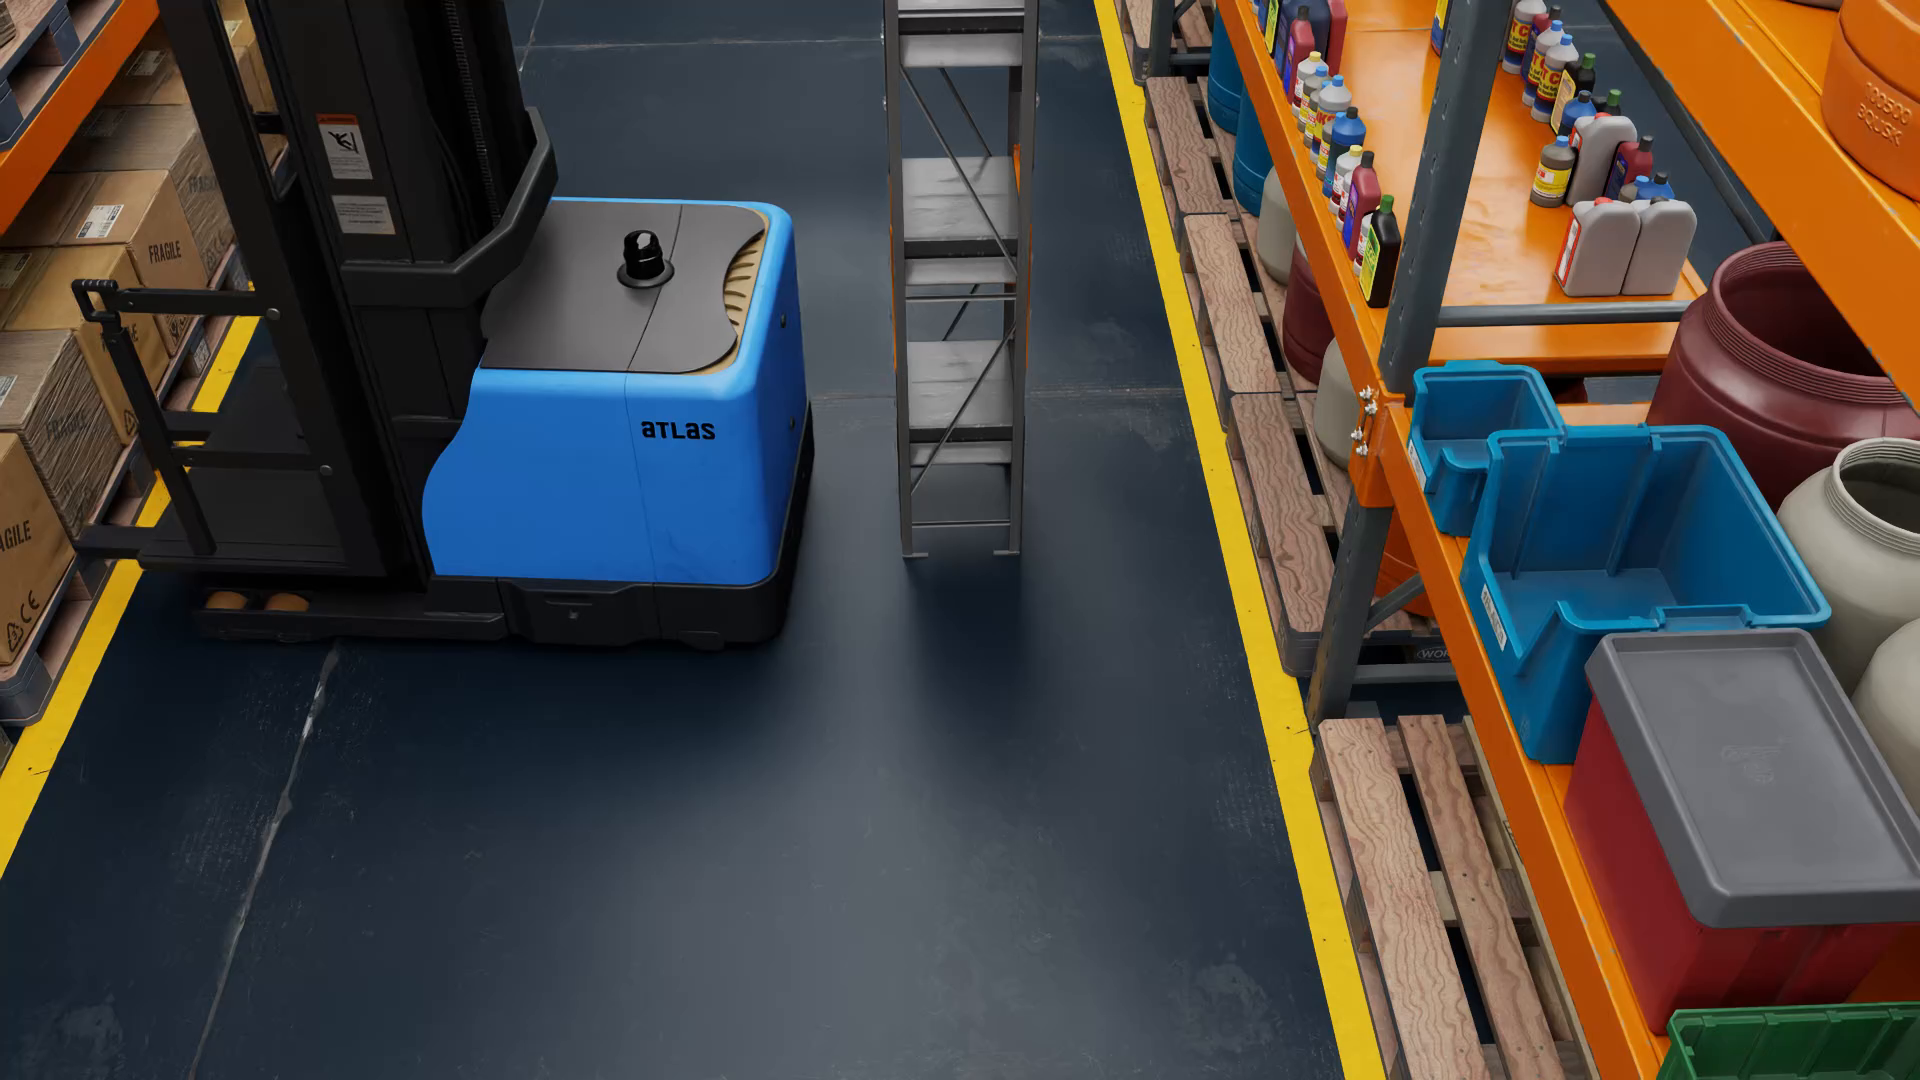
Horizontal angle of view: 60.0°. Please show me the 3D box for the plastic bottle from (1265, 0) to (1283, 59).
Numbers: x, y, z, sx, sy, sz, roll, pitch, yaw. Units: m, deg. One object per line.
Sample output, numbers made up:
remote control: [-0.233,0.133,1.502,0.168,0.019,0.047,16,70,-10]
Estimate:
plastic bottle: [1.071,-1.762,5.539,0.061,0.283,0.133,-2,43,-2]

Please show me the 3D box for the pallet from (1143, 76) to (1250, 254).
pallet: [1.397,-1.708,7.458,1.003,0.211,1.213,-2,43,-2]

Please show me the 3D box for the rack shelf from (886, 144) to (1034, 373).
rack shelf: [-0.007,-0.876,5.172,0.431,0.518,0.480,-2,43,-2]

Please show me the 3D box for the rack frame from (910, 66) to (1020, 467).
rack frame: [-0.017,-1.051,5.342,0.400,2.100,0.015,-2,43,-2]

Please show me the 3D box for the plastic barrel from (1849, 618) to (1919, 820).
plastic barrel: [1.851,0.373,3.040,0.421,0.512,0.421,0,43,0]

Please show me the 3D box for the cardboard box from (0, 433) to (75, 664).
cardboard box: [-3.107,0.025,5.027,0.500,0.500,0.500,0,43,0]

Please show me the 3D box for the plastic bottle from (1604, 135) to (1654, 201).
plastic bottle: [1.912,-1.040,4.751,0.061,0.283,0.133,-2,43,-2]

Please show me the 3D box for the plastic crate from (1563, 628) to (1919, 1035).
plastic crate: [1.339,0.518,2.918,0.402,0.464,0.583,-2,43,-2]

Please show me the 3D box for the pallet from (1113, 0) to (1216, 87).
pallet: [1.336,-2.726,8.568,1.003,0.211,1.213,-2,43,-2]

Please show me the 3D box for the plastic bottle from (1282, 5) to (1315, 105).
plastic bottle: [1.084,-1.548,5.305,0.061,0.283,0.133,-2,43,-2]

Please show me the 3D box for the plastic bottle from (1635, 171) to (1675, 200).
plastic bottle: [1.903,-0.891,4.598,0.097,0.271,0.097,0,43,0]

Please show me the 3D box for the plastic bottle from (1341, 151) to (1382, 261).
plastic bottle: [1.123,-0.932,4.633,0.061,0.283,0.133,-2,43,-2]

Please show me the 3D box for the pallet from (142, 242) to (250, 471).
pallet: [-3.416,-0.717,6.376,1.003,0.211,1.213,-2,43,-2]

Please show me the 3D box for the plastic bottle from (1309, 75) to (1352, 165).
plastic bottle: [1.120,-1.269,5.009,0.097,0.271,0.097,0,43,0]

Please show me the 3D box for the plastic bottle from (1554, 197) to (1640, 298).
plastic bottle: [1.729,-0.809,4.505,0.152,0.276,0.135,-2,43,-2]

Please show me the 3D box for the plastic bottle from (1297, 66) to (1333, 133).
plastic bottle: [1.111,-1.374,5.176,0.097,0.201,0.097,0,43,0]

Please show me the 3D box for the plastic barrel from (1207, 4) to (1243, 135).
plastic barrel: [1.412,-2.272,7.251,0.600,0.901,0.708,-2,43,-2]

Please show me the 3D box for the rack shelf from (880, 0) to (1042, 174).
rack shelf: [-0.007,-1.392,4.699,0.431,0.518,0.480,-2,43,-2]

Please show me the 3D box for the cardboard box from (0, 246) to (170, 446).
cardboard box: [-3.151,-0.667,5.782,0.500,0.500,0.500,-2,43,-2]

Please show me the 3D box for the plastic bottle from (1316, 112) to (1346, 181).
plastic bottle: [1.124,-1.177,4.961,0.097,0.201,0.097,0,43,0]

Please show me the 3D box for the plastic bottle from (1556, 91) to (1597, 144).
plastic bottle: [1.823,-1.202,4.936,0.097,0.271,0.097,0,43,0]

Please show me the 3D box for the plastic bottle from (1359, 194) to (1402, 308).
plastic bottle: [1.133,-0.776,4.463,0.061,0.283,0.133,-2,43,-2]

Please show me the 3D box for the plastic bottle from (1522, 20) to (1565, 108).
plastic bottle: [1.864,-1.515,5.278,0.097,0.271,0.097,0,43,0]

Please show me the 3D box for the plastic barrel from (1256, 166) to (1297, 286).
plastic barrel: [1.377,-1.267,6.442,0.421,0.512,0.421,0,43,0]

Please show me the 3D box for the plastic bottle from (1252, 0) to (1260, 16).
plastic bottle: [1.076,-1.961,5.765,0.097,0.271,0.097,0,43,0]

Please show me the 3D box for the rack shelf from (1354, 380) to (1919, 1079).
rack shelf: [1.661,1.057,2.909,1.077,0.370,4.000,-2,43,-2]

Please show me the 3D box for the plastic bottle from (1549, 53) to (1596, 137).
plastic bottle: [1.891,-1.376,5.118,0.061,0.283,0.133,-2,43,-2]

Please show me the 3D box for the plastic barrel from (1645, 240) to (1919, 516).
plastic barrel: [1.898,-0.304,3.761,0.600,0.536,0.708,-2,43,-2]

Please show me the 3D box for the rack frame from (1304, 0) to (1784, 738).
rack frame: [1.576,-0.558,4.139,1.000,3.000,0.127,-2,43,-2]

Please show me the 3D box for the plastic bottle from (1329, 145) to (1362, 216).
plastic bottle: [1.132,-1.046,4.818,0.097,0.201,0.097,0,43,0]

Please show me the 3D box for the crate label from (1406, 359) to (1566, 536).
crate label: [1.219,-0.201,3.874,0.303,0.233,0.416,-2,43,-2]

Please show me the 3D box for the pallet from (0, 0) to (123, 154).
pallet: [-3.460,-1.661,5.484,1.003,0.211,1.213,-2,43,-2]

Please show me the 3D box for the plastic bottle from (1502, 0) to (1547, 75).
plastic bottle: [1.854,-1.671,5.448,0.097,0.271,0.097,0,43,0]

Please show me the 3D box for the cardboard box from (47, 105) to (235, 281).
cardboard box: [-3.202,-1.362,6.541,0.500,0.500,0.500,-1,43,-1]

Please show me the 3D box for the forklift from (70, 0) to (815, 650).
forklift: [-2.057,-1.103,4.784,3.031,2.935,1.130,2,43,2]

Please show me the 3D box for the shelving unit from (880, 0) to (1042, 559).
shelving unit: [-0.007,-0.886,5.162,0.431,2.100,0.503,-2,43,-2]

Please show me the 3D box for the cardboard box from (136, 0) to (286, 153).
cardboard box: [-3.236,-2.035,7.274,0.500,0.500,0.500,-2,43,-2]

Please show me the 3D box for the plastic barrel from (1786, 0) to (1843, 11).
plastic barrel: [1.394,-1.288,2.344,0.600,0.901,0.600,0,43,0]

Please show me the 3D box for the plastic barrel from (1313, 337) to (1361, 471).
plastic barrel: [1.425,-0.504,5.611,0.421,0.512,0.421,0,43,0]

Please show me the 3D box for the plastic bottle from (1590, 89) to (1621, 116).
plastic bottle: [1.901,-1.221,4.948,0.061,0.283,0.133,-2,43,-2]

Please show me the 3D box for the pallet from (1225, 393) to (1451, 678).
pallet: [1.501,-0.061,5.661,1.003,0.211,1.213,-2,43,-2]
